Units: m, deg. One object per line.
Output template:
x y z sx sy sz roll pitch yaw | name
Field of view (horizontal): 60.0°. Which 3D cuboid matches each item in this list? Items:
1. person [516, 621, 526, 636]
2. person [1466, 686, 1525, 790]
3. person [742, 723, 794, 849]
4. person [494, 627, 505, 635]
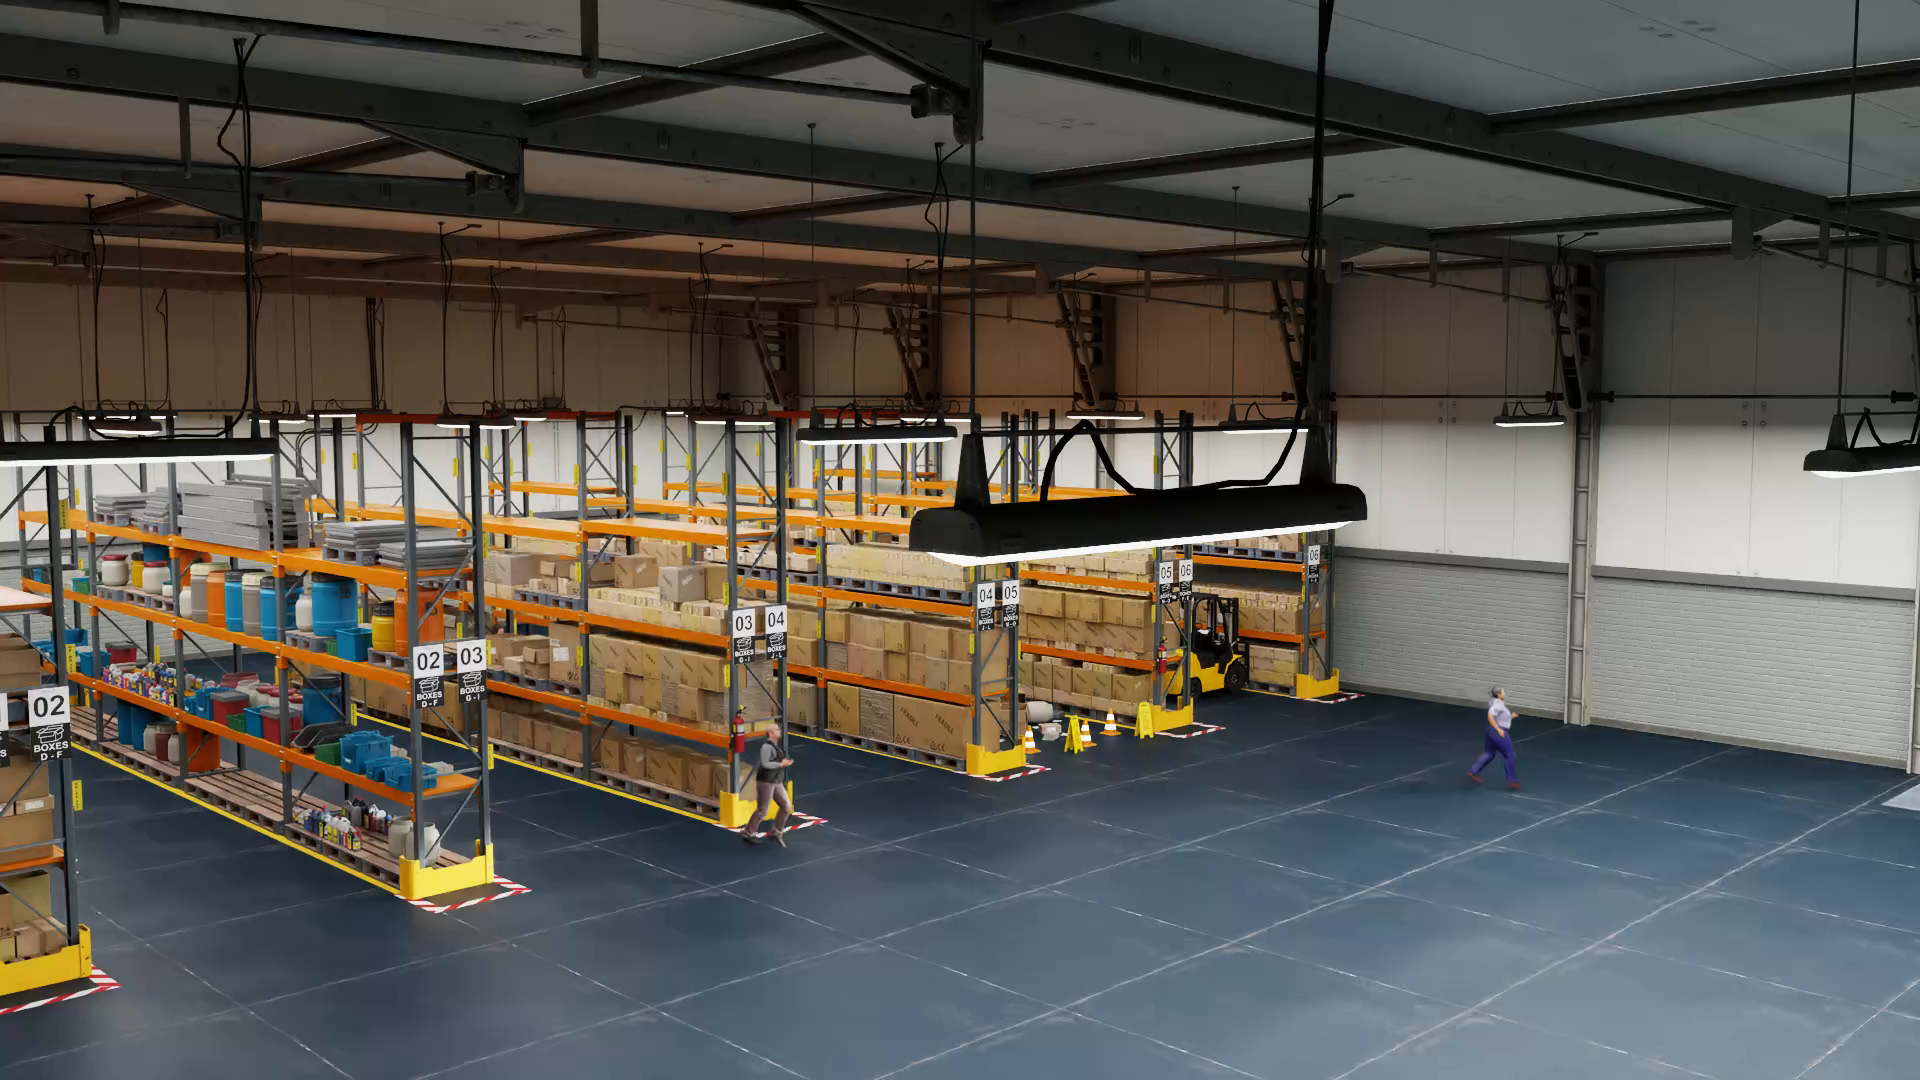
-10.893 2.028 40.847 0.471 1.526 0.590 -2 5 -21 | person
8.648 3.173 26.762 0.877 1.671 0.594 0 5 -3 | person
-2.663 3.461 23.364 0.740 1.778 0.656 1 5 13 | person
-9.387 2.580 33.909 0.795 1.656 0.579 5 7 42 | person
